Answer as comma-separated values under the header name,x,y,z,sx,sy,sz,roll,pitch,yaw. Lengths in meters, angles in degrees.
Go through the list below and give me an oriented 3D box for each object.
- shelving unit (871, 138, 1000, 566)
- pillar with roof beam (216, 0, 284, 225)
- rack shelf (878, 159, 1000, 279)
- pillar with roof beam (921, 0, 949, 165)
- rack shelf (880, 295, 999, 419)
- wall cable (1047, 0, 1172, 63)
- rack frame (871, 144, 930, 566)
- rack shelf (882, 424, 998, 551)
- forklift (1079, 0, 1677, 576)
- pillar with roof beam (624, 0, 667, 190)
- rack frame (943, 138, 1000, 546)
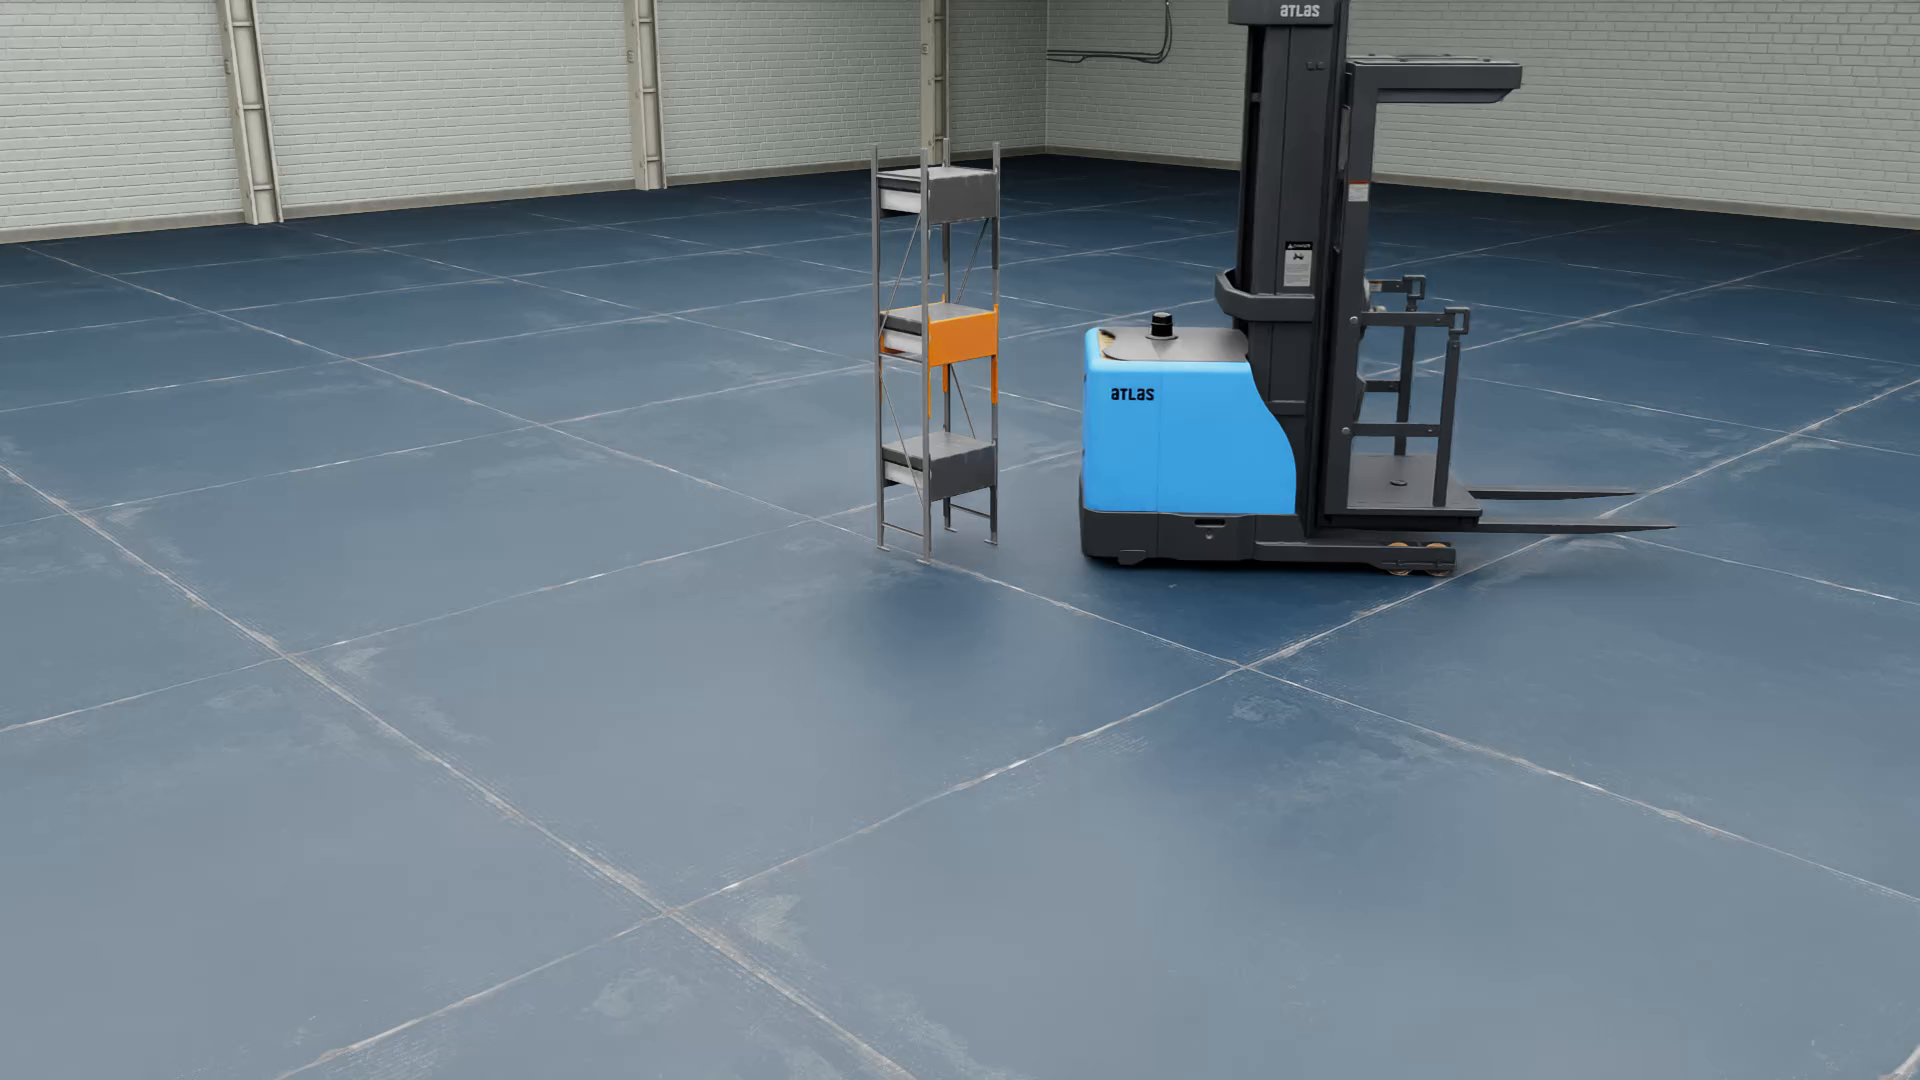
name,x,y,z,sx,sy,sz,roll,pitch,yaw
shelving unit,-0.120,-0.964,8.553,0.503,2.100,0.431,-16,24,-41
pillar with roof beam,-6.200,-7.500,17.525,0.400,9.000,9.100,-16,24,-41
rack shelf,-0.120,-1.617,8.341,0.480,0.518,0.431,-16,24,-41
pillar with roof beam,2.520,-10.042,25.367,0.400,9.000,9.100,-16,24,-41
rack shelf,-0.120,-0.951,8.557,0.480,0.518,0.431,-16,24,-41
wall cable,2.611,-9.858,29.833,0.112,2.526,3.097,-16,24,-41
rack frame,-0.298,-0.912,8.393,0.015,2.100,0.400,-16,24,-41
rack shelf,-0.120,-0.285,8.773,0.480,0.518,0.431,-16,24,-41
forklift,2.163,-1.379,8.485,3.031,2.935,1.130,1,18,3
pillar with roof beam,-1.840,-8.771,21.446,0.400,9.000,9.100,-16,24,-41
rack frame,0.057,-1.015,8.712,0.015,2.100,0.400,-16,24,-41
